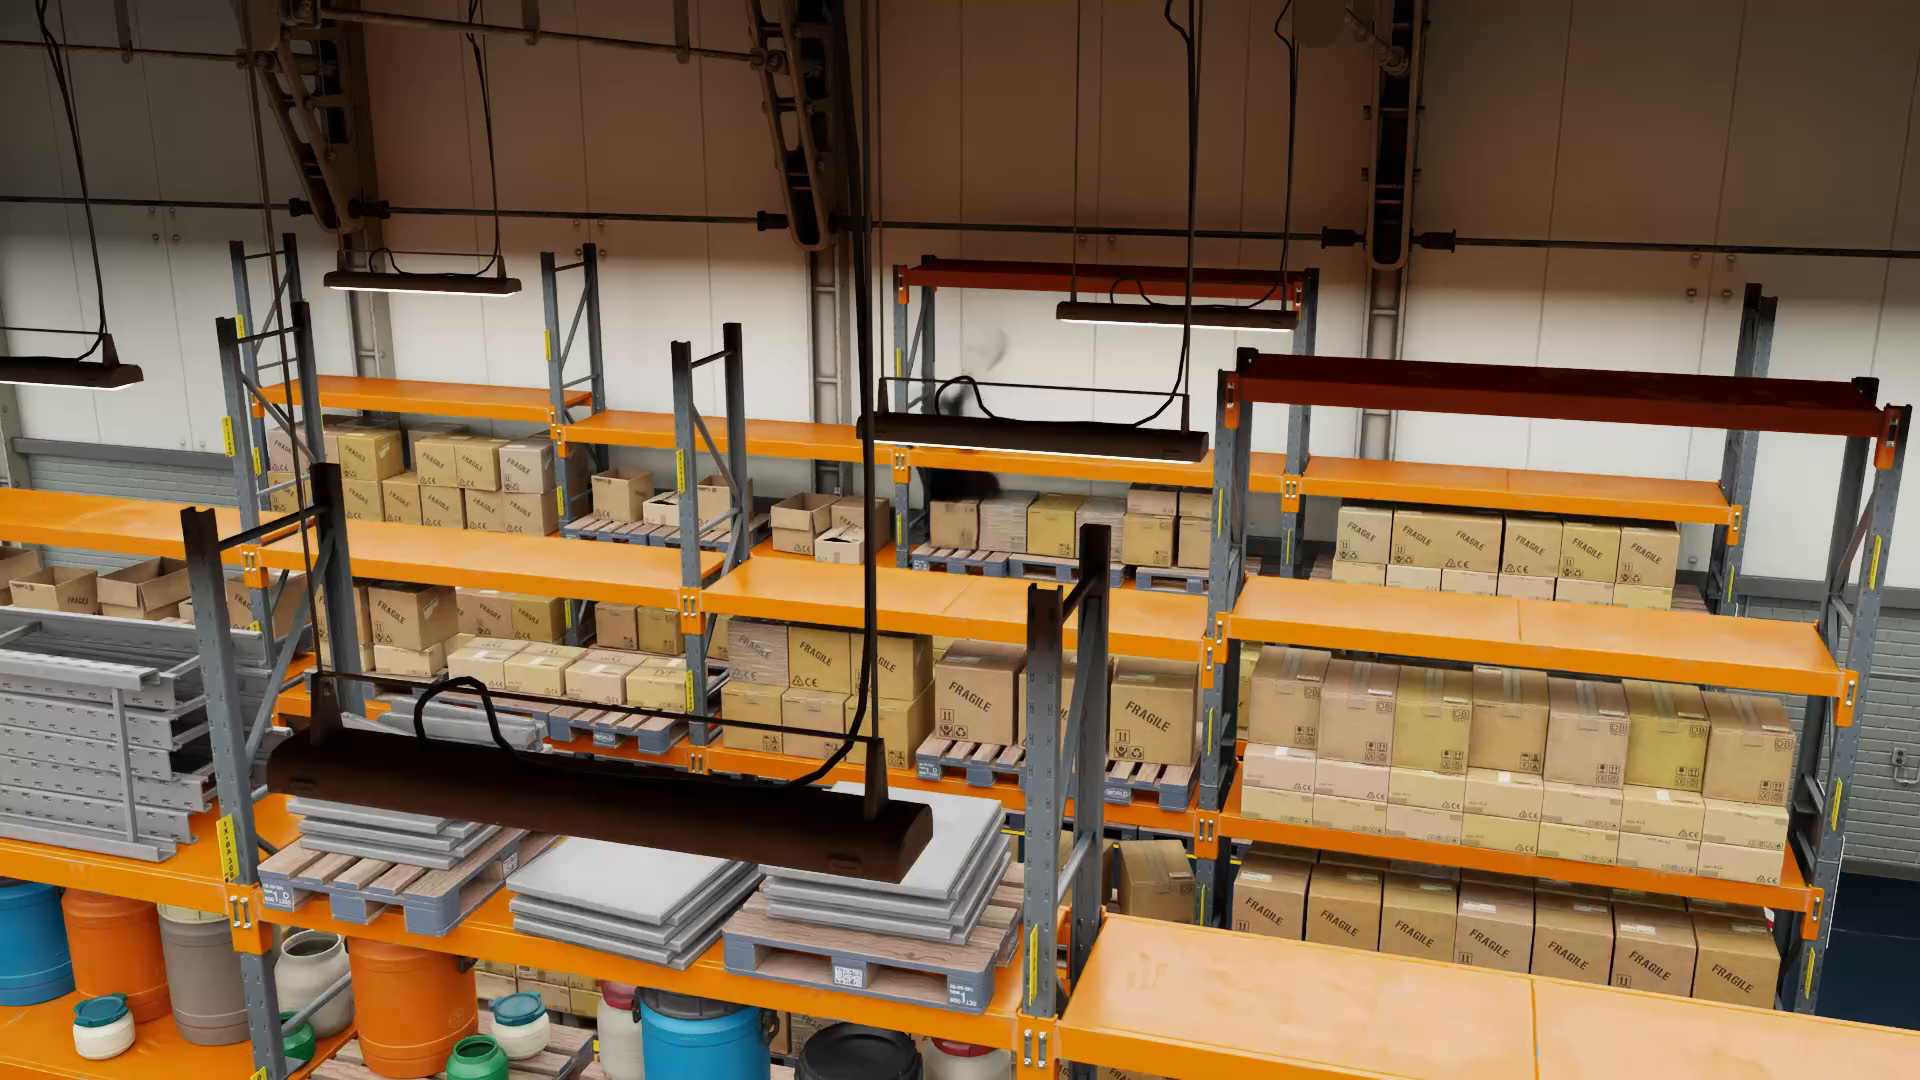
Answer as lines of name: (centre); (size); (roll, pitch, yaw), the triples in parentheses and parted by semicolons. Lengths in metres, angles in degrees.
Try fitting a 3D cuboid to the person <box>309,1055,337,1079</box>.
person: (-4.343, 3.956, 11.818); (0.896, 1.766, 0.704); (4, 17, 15)
